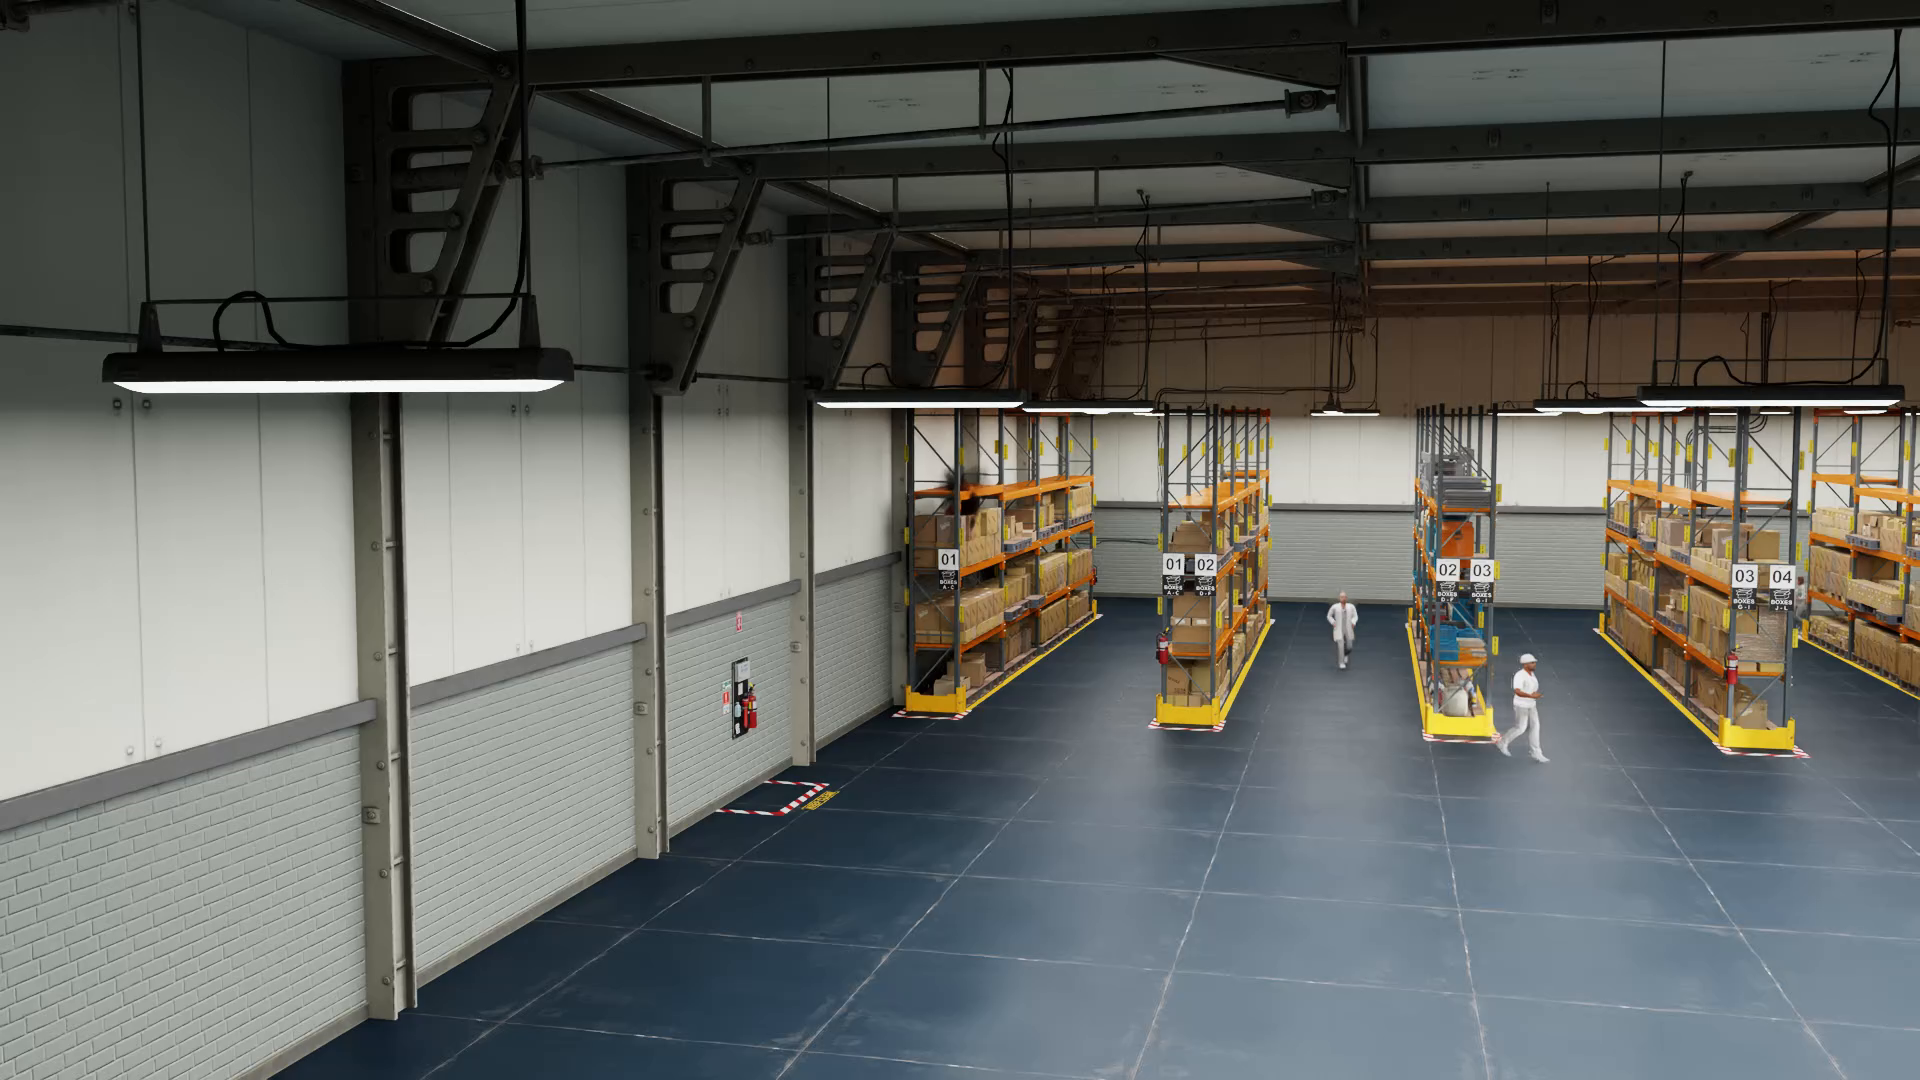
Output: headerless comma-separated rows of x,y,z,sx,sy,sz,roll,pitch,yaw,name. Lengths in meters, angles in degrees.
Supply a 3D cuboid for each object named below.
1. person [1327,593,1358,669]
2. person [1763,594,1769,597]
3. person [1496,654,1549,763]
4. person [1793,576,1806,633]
8.790,2.075,38.210,0.707,1.724,0.668,0,4,3,person
20.677,1.807,42.886,0.620,1.645,0.849,2,5,25,person
9.469,2.801,27.906,0.867,1.790,0.722,4,6,42,person
22.380,1.733,44.350,0.530,1.547,0.561,0,4,-3,person
